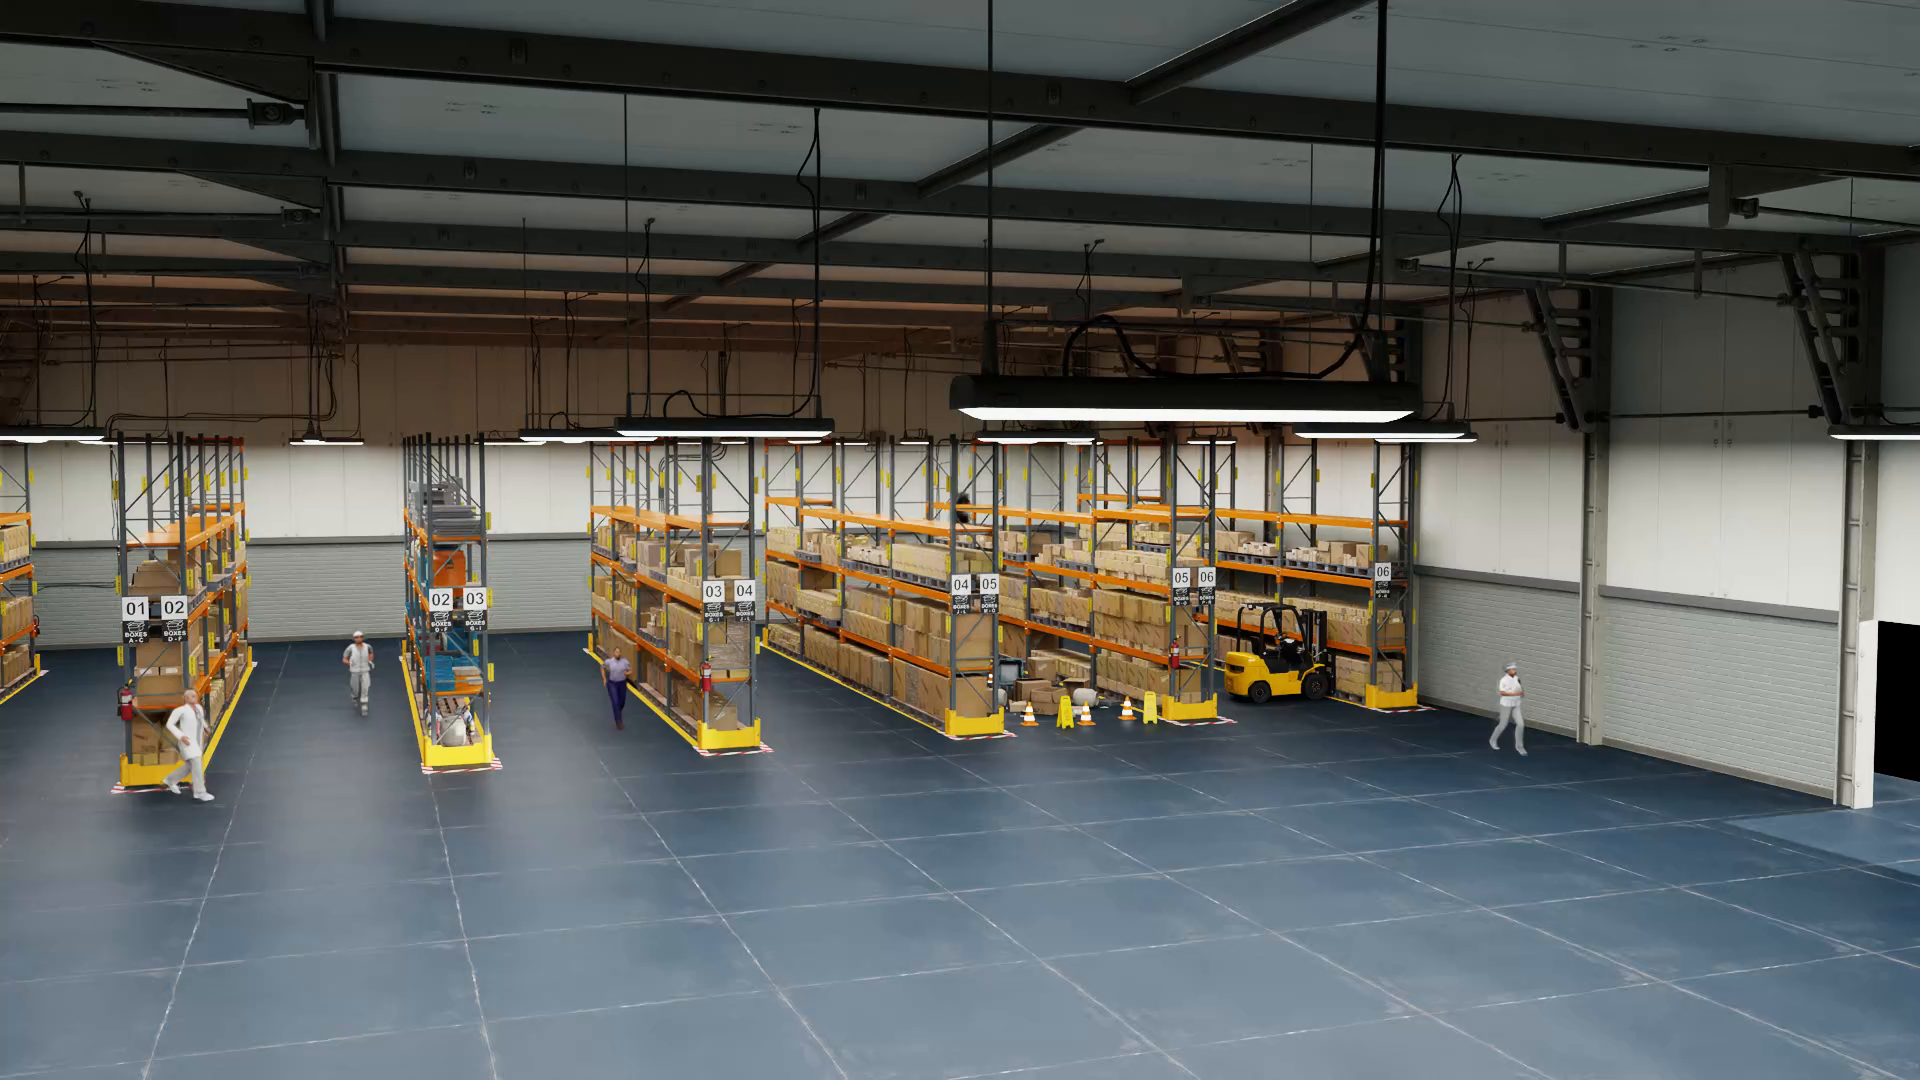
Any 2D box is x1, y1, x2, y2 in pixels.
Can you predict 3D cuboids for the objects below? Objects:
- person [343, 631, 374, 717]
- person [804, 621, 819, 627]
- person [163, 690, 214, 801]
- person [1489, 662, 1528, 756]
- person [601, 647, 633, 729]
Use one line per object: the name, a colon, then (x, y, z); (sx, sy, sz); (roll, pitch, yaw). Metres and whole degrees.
person: (-12.884, 2.845, 35.645); (0.635, 1.793, 0.985); (-2, 4, -30)
person: (-4.497, 2.079, 49.549); (0.966, 1.775, 0.690); (1, 3, 10)
person: (-12.537, 3.315, 27.021); (0.966, 1.783, 0.707); (1, 3, 11)
person: (10.280, 3.139, 31.161); (0.603, 1.746, 0.805); (-2, 4, -29)
person: (-7.008, 2.995, 34.014); (0.605, 1.632, 0.936); (-2, 4, -26)
